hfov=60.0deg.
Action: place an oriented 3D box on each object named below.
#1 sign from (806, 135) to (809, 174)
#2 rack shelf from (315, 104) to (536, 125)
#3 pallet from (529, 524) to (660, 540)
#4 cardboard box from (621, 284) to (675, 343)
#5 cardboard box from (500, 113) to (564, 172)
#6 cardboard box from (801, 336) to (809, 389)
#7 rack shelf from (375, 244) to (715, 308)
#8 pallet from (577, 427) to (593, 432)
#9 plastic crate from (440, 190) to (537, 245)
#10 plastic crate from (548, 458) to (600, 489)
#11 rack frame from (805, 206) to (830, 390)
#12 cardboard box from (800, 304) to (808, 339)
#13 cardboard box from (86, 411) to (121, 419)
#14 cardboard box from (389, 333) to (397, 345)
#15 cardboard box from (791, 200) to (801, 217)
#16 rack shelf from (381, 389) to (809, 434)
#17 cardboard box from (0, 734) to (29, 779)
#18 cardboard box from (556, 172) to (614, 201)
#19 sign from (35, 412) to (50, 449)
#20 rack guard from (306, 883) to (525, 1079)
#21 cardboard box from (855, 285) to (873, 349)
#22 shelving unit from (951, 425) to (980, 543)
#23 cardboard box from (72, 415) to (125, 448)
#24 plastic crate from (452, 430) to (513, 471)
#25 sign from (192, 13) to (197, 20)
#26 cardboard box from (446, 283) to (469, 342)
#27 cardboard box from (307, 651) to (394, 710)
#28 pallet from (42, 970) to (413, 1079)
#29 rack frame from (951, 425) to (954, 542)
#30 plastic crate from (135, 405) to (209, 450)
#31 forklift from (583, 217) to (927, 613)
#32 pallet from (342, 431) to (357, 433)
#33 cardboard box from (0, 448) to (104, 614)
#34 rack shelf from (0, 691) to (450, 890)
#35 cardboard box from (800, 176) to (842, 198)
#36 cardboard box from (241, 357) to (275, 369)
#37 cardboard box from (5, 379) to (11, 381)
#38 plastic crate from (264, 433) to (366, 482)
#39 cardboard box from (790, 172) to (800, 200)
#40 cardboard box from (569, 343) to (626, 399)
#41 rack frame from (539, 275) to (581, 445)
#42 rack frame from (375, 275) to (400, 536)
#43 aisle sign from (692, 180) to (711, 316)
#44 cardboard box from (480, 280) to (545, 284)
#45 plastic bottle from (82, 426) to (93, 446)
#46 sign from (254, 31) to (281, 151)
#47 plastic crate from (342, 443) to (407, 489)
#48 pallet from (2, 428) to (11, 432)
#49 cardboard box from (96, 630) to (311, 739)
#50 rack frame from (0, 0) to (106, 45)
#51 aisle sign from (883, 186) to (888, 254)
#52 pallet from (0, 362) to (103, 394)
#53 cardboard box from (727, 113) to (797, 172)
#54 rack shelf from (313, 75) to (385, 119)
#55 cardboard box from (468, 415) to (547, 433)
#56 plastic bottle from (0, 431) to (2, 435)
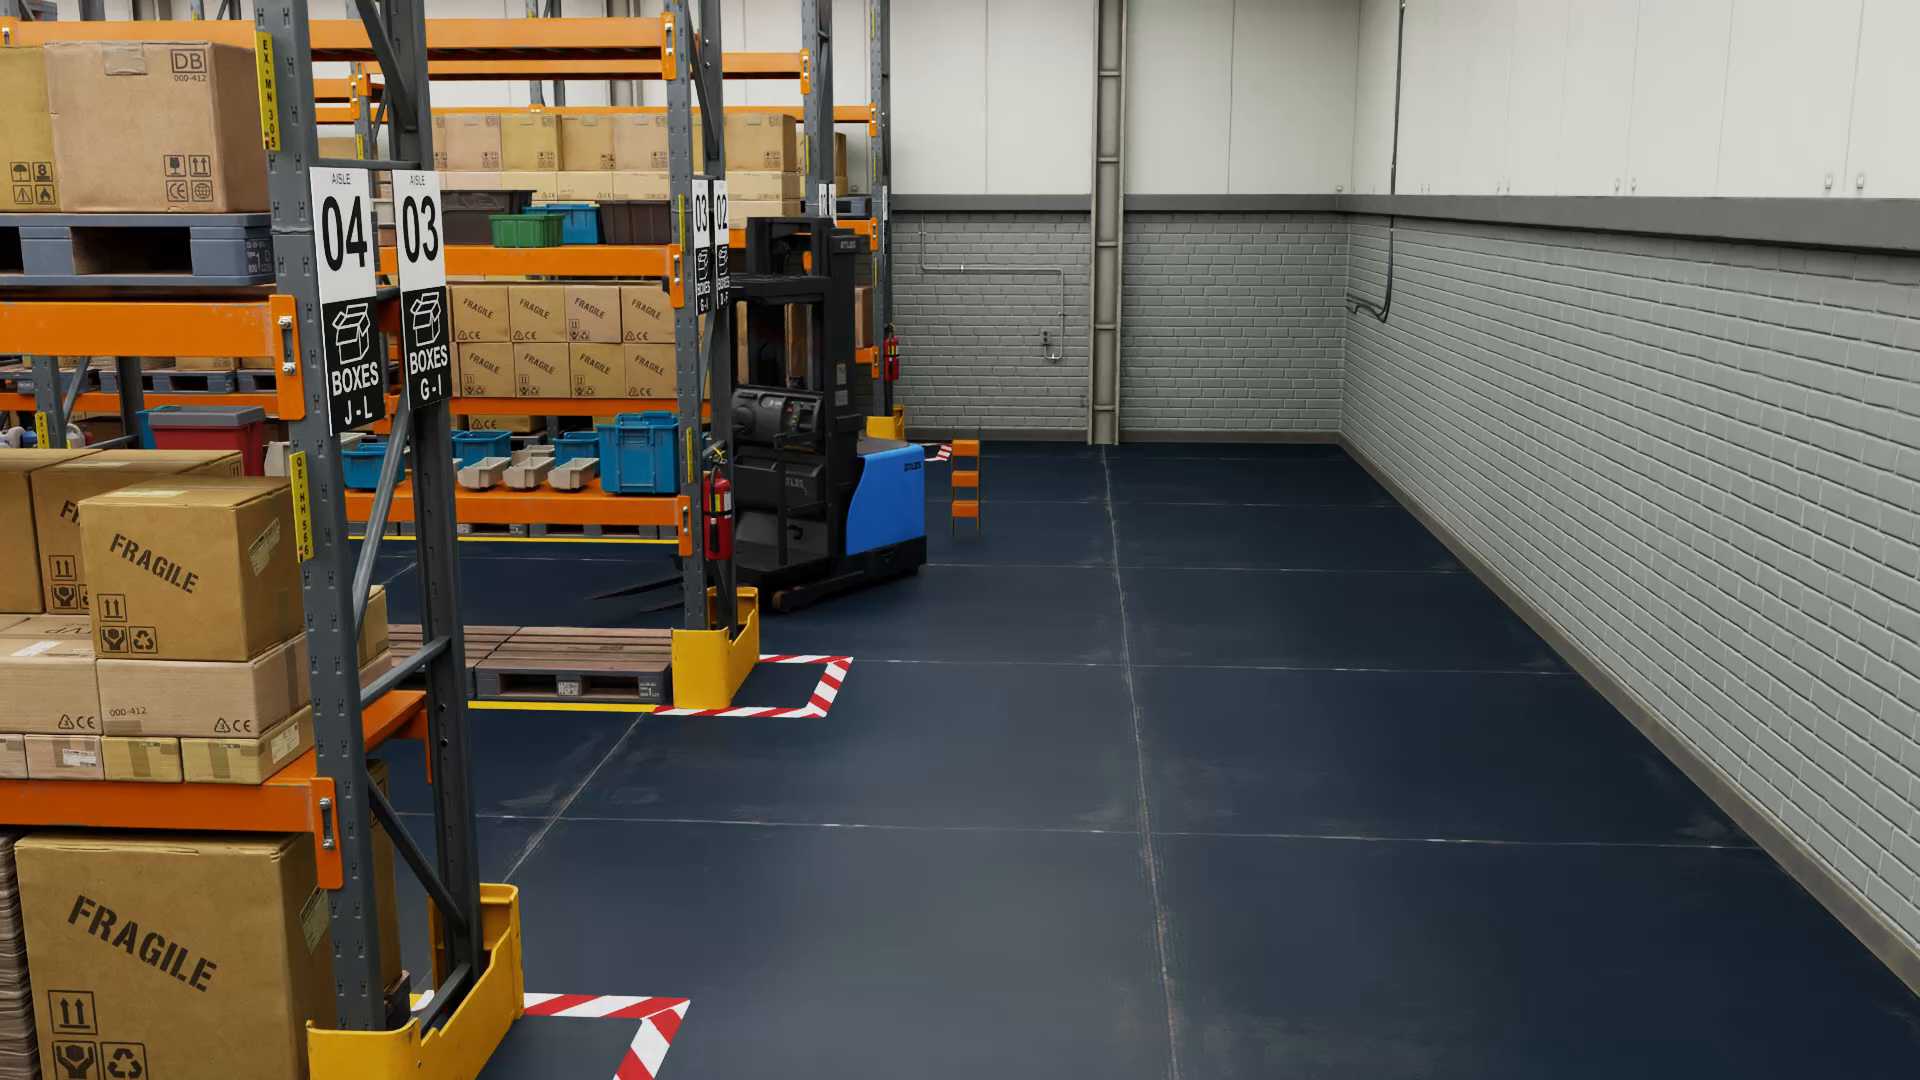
[{"bbox_3d":[-1.317,-3.340,14.404,0.005,0.325,0.100,1,12,4],"label":"sign"},{"bbox_3d":[-6.920,-5.035,20.074,4.000,0.370,1.077,1,12,4],"label":"rack shelf"},{"bbox_3d":[-3.346,-0.216,15.767,1.213,0.211,1.003,1,12,4],"label":"pallet"},{"bbox_3d":[-2.745,-2.053,15.052,0.500,0.500,0.500,1,12,5],"label":"cardboard box"},{"bbox_3d":[-3.775,-3.573,14.992,0.500,0.500,0.700,1,12,4],"label":"cardboard box"},{"bbox_3d":[-1.686,-1.661,15.619,0.500,0.500,0.500,1,12,5],"label":"cardboard box"},{"bbox_3d":[-3.591,-1.683,10.403,4.000,0.370,1.077,1,12,4],"label":"rack shelf"},{"bbox_3d":[-4.171,-1.227,20.602,1.213,0.211,1.003,1,12,4],"label":"pallet"},{"bbox_3d":[-3.101,-2.055,10.573,0.767,0.338,0.504,1,12,4],"label":"plastic crate"},{"bbox_3d":[-2.421,-0.414,10.403,0.243,0.136,0.396,1,12,4],"label":"plastic crate"},{"bbox_3d":[-1.260,-1.552,15.343,0.127,3.000,1.000,1,12,4],"label":"rack frame"},{"bbox_3d":[-1.686,-2.150,15.517,0.500,0.500,0.500,1,12,5],"label":"cardboard box"},{"bbox_3d":[-10.641,-1.696,21.063,0.500,0.500,0.700,1,12,3],"label":"cardboard box"},{"bbox_3d":[-6.809,-2.485,20.366,0.250,0.149,0.380,1,12,6],"label":"cardboard box"},{"bbox_3d":[-1.756,-3.006,15.333,0.500,0.250,0.500,1,12,4],"label":"cardboard box"},{"bbox_3d":[-3.256,-1.227,15.547,4.000,0.370,1.077,1,12,4],"label":"rack shelf"},{"bbox_3d":[-3.063,0.647,5.446,0.250,0.149,0.380,1,12,5],"label":"cardboard box"},{"bbox_3d":[-3.287,-3.166,14.879,0.500,0.250,0.500,1,12,4],"label":"cardboard box"},{"bbox_3d":[-5.625,-0.618,10.201,0.005,0.325,0.100,1,12,4],"label":"sign"},{"bbox_3d":[-1.902,1.696,5.922,0.348,0.500,1.175,1,12,4],"label":"rack guard"},{"bbox_3d":[-1.443,-2.716,20.174,0.700,0.700,0.980,1,12,6],"label":"cardboard box"},{"bbox_3d":[0.053,-0.513,15.139,0.252,1.050,0.215,1,12,4],"label":"shelving unit"},{"bbox_3d":[-8.237,-1.055,16.168,0.500,0.250,0.500,1,12,6],"label":"cardboard box"},{"bbox_3d":[-3.133,-0.576,10.940,0.300,0.233,0.416,1,12,4],"label":"plastic crate"},{"bbox_3d":[-8.942,-5.995,19.455,0.005,0.325,0.100,1,12,4],"label":"sign"},{"bbox_3d":[-4.800,-2.081,15.186,0.500,0.500,0.500,1,12,5],"label":"cardboard box"},{"bbox_3d":[-2.258,0.523,6.039,0.250,0.149,0.380,1,12,4],"label":"cardboard box"},{"bbox_3d":[-2.729,1.842,5.929,1.213,0.211,1.003,1,12,4],"label":"pallet"},{"bbox_3d":[-0.068,-0.515,15.147,0.008,1.050,0.200,1,12,4],"label":"rack frame"},{"bbox_3d":[-5.098,-0.680,11.065,0.575,0.384,0.392,1,12,4],"label":"plastic crate"},{"bbox_3d":[-1.572,-0.996,12.855,1.130,2.935,3.031,9,15,36],"label":"forklift"},{"bbox_3d":[-8.134,-1.282,20.864,1.213,0.211,1.003,1,12,4],"label":"pallet"},{"bbox_3d":[-3.403,-0.042,5.932,0.500,0.500,0.500,0,12,2],"label":"cardboard box"},{"bbox_3d":[-3.922,0.797,5.873,4.000,0.370,1.077,1,12,4],"label":"rack shelf"},{"bbox_3d":[-1.682,-4.169,19.624,0.500,0.250,0.500,1,12,5],"label":"cardboard box"},{"bbox_3d":[-6.400,-1.910,15.783,0.500,0.500,0.700,3,12,13],"label":"cardboard box"},{"bbox_3d":[-11.731,-2.075,21.042,0.500,0.250,0.500,1,12,3],"label":"cardboard box"},{"bbox_3d":[-4.075,-0.508,10.493,0.530,0.282,0.437,1,12,4],"label":"plastic crate"},{"bbox_3d":[-1.756,-3.252,15.287,0.500,0.250,0.500,1,12,4],"label":"cardboard box"},{"bbox_3d":[-3.244,-1.573,15.197,0.500,0.500,0.500,1,12,3],"label":"cardboard box"},{"bbox_3d":[-4.924,-2.619,20.442,0.127,3.000,1.000,1,12,4],"label":"rack frame"},{"bbox_3d":[-5.251,-1.607,15.604,0.127,3.000,1.000,1,12,4],"label":"rack frame"},{"bbox_3d":[-1.543,-1.752,9.948,0.004,0.787,0.394,1,12,4],"label":"aisle sign"},{"bbox_3d":[-4.218,-2.184,15.681,0.500,0.500,0.500,1,12,3],"label":"cardboard box"},{"bbox_3d":[-5.924,-0.630,11.219,0.133,0.283,0.061,1,12,4],"label":"plastic bottle"},{"bbox_3d":[-1.976,-1.280,4.749,0.005,0.325,0.100,1,12,4],"label":"sign"},{"bbox_3d":[-3.661,-0.463,10.400,0.300,0.233,0.416,1,12,4],"label":"plastic crate"},{"bbox_3d":[-12.129,-1.353,21.202,1.213,0.211,1.003,1,12,4],"label":"pallet"},{"bbox_3d":[-2.427,0.447,5.425,0.500,0.250,0.500,1,12,3],"label":"cardboard box"},{"bbox_3d":[-5.586,-3.531,10.153,0.127,3.000,1.000,1,12,4],"label":"rack frame"},{"bbox_3d":[-0.881,-3.774,19.617,0.004,0.787,0.394,1,12,4],"label":"aisle sign"},{"bbox_3d":[-8.562,-1.572,15.910,1.003,0.211,1.213,1,12,4],"label":"pallet"},{"bbox_3d":[-1.774,-3.562,14.941,0.500,0.500,0.700,1,12,4],"label":"cardboard box"},{"bbox_3d":[-7.247,-4.022,15.235,4.000,0.370,1.077,1,12,4],"label":"rack shelf"},{"bbox_3d":[-5.581,-1.754,20.535,0.750,0.750,0.750,1,12,4],"label":"cardboard box"},{"bbox_3d":[-6.502,-0.628,11.241,0.097,0.271,0.097,0,12,0],"label":"plastic bottle"}]
